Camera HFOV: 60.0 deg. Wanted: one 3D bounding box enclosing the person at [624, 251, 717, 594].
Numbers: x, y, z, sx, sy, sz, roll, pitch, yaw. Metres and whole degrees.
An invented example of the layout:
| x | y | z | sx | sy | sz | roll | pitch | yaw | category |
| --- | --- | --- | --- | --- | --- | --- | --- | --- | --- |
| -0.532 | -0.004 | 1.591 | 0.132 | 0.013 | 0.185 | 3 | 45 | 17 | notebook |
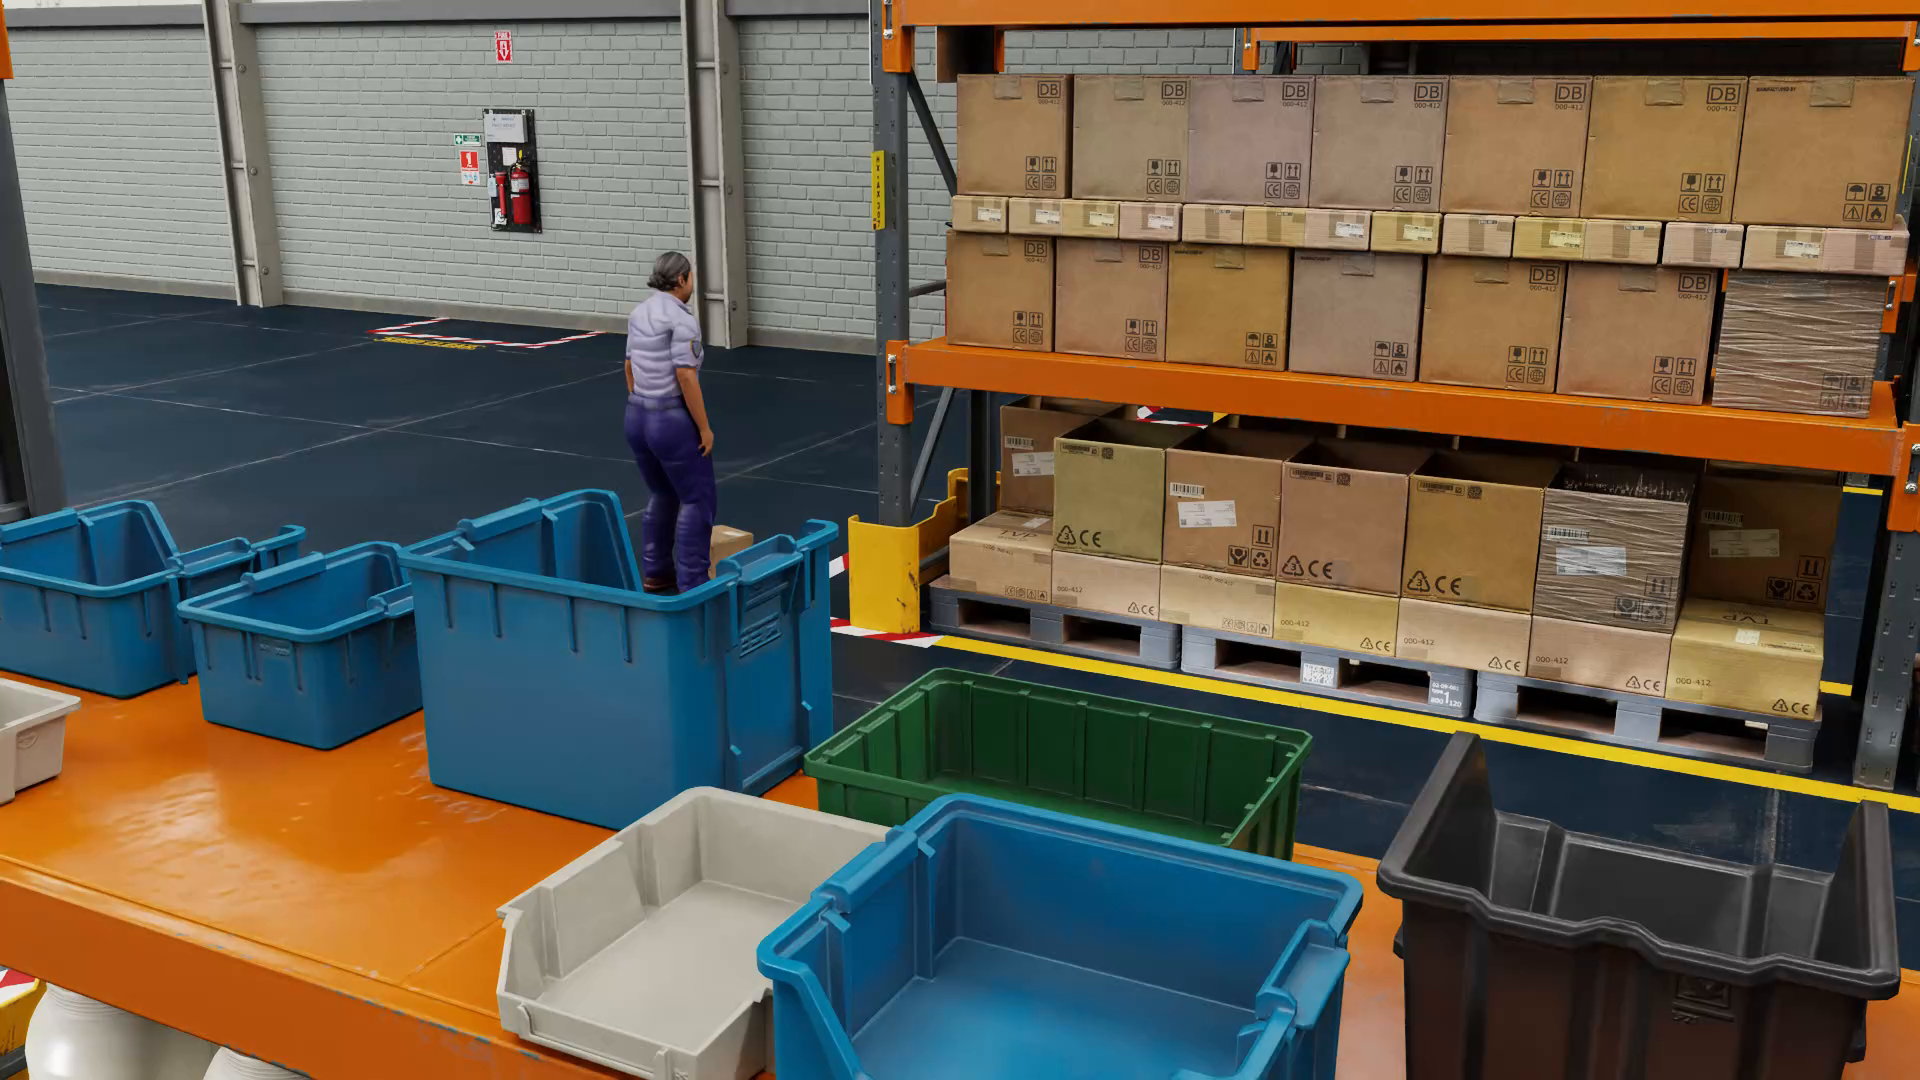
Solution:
| x | y | z | sx | sy | sz | roll | pitch | yaw | category |
| --- | --- | --- | --- | --- | --- | --- | --- | --- | --- |
| -1.372 | -0.536 | 7.925 | 0.543 | 1.651 | 0.370 | 15 | 22 | 43 | person |
